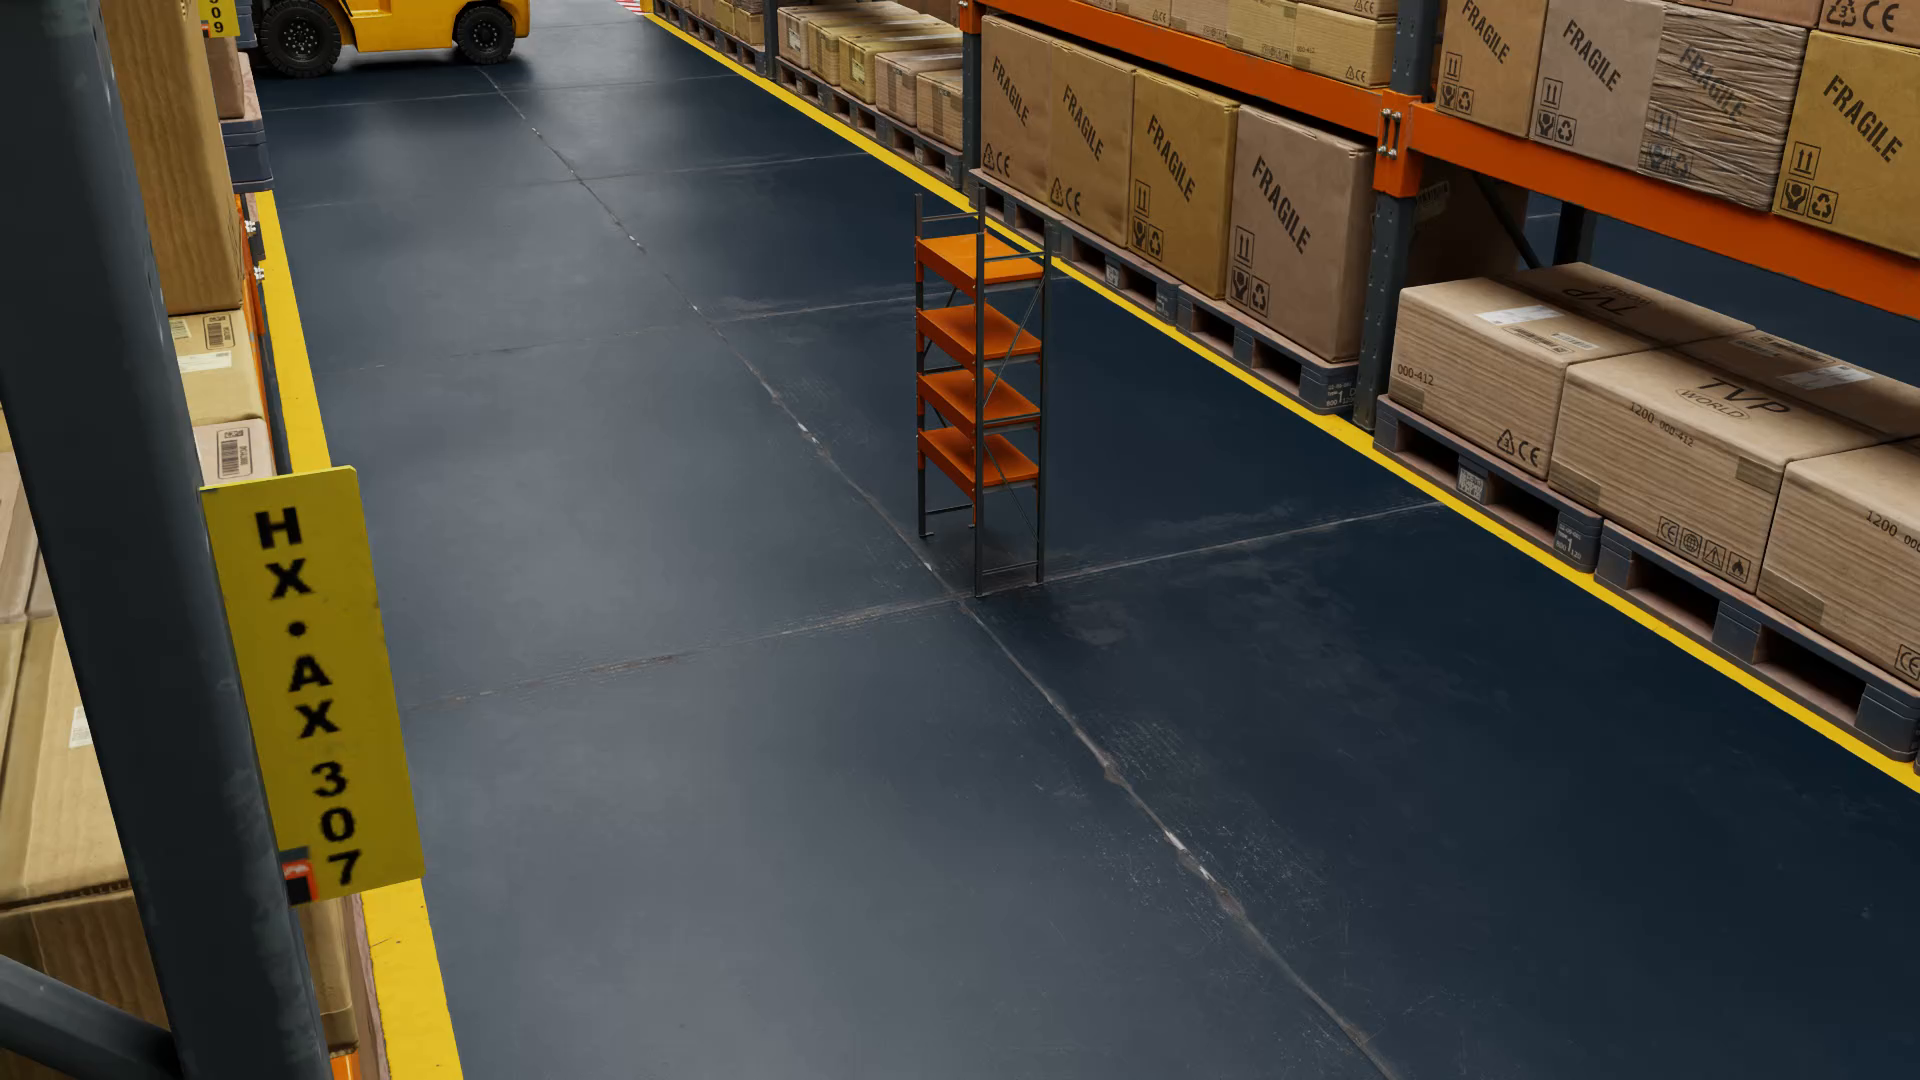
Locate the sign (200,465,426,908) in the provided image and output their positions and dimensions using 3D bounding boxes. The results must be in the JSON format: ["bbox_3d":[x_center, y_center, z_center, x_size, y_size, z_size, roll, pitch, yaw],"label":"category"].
[{"bbox_3d":[-0.436,0.107,1.126,0.100,0.325,0.005,-11,28,-21],"label":"sign"}]

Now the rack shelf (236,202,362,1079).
[{"bbox_3d":[-1.718,0.105,2.936,1.077,0.370,4.000,-11,28,-21],"label":"rack shelf"}]

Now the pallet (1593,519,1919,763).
[{"bbox_3d":[2.772,0.187,5.127,1.003,0.211,1.213,-11,28,-21],"label":"pallet"}]

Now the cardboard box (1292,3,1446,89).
[{"bbox_3d":[1.657,-1.950,6.497,0.500,0.250,0.500,-11,28,-22],"label":"cardboard box"}]

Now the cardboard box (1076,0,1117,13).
[{"bbox_3d":[0.875,-2.770,8.174,0.500,0.250,0.500,-10,28,-19],"label":"cardboard box"}]

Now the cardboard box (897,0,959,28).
[{"bbox_3d":[-0.236,-4.654,14.709,0.500,0.500,0.500,8,27,15],"label":"cardboard box"}]

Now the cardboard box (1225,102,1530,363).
[{"bbox_3d":[1.748,-1.350,7.040,0.875,0.875,0.875,-10,28,-19],"label":"cardboard box"}]

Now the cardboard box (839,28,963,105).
[{"bbox_3d":[-0.303,-3.336,11.680,0.950,0.372,0.625,-10,28,-19],"label":"cardboard box"}]

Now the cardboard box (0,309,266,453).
[{"bbox_3d":[-1.264,-0.114,2.397,0.500,0.250,0.500,-11,28,-22],"label":"cardboard box"}]

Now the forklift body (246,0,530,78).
[{"bbox_3d":[-4.780,-5.037,13.614,2.313,2.155,1.214,-11,28,-21],"label":"forklift body"}]

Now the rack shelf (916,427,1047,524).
[{"bbox_3d":[0.065,-0.233,5.467,0.258,0.148,0.480,-11,28,-21],"label":"rack shelf"}]

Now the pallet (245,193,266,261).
[{"bbox_3d":[-4.355,-1.726,9.045,1.003,0.211,1.213,-11,28,-21],"label":"pallet"}]

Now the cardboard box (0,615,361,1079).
[{"bbox_3d":[-0.865,0.293,1.562,0.500,0.250,0.500,-10,28,-20],"label":"cardboard box"}]

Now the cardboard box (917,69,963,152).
[{"bbox_3d":[0.286,-2.732,10.444,0.950,0.372,0.625,-13,29,-24],"label":"cardboard box"}]

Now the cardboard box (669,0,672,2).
[{"bbox_3d":[-2.574,-5.304,15.850,0.500,0.250,0.500,-11,28,-21],"label":"cardboard box"}]

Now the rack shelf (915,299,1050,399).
[{"bbox_3d":[0.065,-0.613,5.281,0.258,0.148,0.480,-11,28,-21],"label":"rack shelf"}]

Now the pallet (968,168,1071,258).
[{"bbox_3d":[0.737,-1.910,9.422,1.003,0.211,1.213,-11,28,-21],"label":"pallet"}]

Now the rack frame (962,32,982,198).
[{"bbox_3d":[0.498,-3.495,9.489,1.000,3.000,0.127,-11,28,-21],"label":"rack frame"}]

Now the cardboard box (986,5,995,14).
[{"bbox_3d":[0.382,-5.329,16.090,0.637,0.503,0.797,13,29,24],"label":"cardboard box"}]

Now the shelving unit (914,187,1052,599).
[{"bbox_3d":[0.065,-0.472,5.350,0.258,1.200,0.503,-11,28,-21],"label":"shelving unit"}]

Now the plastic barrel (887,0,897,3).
[{"bbox_3d":[-0.433,-4.993,15.494,0.512,0.421,0.421,8,27,15],"label":"plastic barrel"}]

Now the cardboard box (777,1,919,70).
[{"bbox_3d":[-0.861,-3.906,12.848,0.950,0.372,0.625,-10,28,-20],"label":"cardboard box"}]

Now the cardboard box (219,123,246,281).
[{"bbox_3d":[-1.868,-0.728,3.655,0.500,0.250,0.500,-10,28,-20],"label":"cardboard box"}]

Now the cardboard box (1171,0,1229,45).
[{"bbox_3d":[1.278,-2.363,7.342,0.500,0.250,0.500,-11,28,-22],"label":"cardboard box"}]

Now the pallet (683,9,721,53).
[{"bbox_3d":[-1.846,-4.615,14.961,1.003,0.211,1.213,-11,28,-21],"label":"pallet"}]

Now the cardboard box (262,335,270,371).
[{"bbox_3d":[-3.090,-0.951,6.649,0.500,0.500,0.500,-12,28,-22],"label":"cardboard box"}]

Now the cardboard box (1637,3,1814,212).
[{"bbox_3d":[2.389,-1.285,4.848,0.500,0.500,0.500,-10,28,-20],"label":"cardboard box"}]

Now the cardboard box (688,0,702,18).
[{"bbox_3d":[-2.156,-4.879,14.979,0.500,0.250,0.500,-9,27,-17],"label":"cardboard box"}]

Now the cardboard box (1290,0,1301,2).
[{"bbox_3d":[1.465,-2.374,6.794,0.500,0.250,0.500,-10,28,-19],"label":"cardboard box"}]

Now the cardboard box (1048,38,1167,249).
[{"bbox_3d":[1.037,-2.075,8.524,0.875,0.875,0.875,-10,28,-20],"label":"cardboard box"}]

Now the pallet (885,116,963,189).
[{"bbox_3d":[0.193,-2.557,10.747,1.003,0.211,1.213,-11,28,-21],"label":"pallet"}]

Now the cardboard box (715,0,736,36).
[{"bbox_3d":[-1.765,-4.468,14.138,0.500,0.250,0.500,-11,28,-22],"label":"cardboard box"}]

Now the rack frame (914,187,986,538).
[{"bbox_3d":[-0.031,-0.571,5.552,0.240,1.200,0.015,-11,28,-21],"label":"rack frame"}]

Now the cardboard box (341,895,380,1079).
[{"bbox_3d":[-1.386,0.909,2.840,0.700,0.500,0.500,-9,28,-18],"label":"cardboard box"}]

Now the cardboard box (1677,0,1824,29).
[{"bbox_3d":[2.410,-1.727,4.614,0.500,0.500,0.500,-10,28,-20],"label":"cardboard box"}]

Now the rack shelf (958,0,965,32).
[{"bbox_3d":[-0.286,-3.979,11.300,1.077,0.370,4.000,-11,28,-21],"label":"rack shelf"}]

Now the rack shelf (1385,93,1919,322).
[{"bbox_3d":[2.847,-0.749,4.686,1.077,0.370,4.000,-11,28,-21],"label":"rack shelf"}]

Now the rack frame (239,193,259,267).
[{"bbox_3d":[-4.068,-2.640,7.739,1.000,3.000,0.127,-11,28,-21],"label":"rack frame"}]

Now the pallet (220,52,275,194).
[{"bbox_3d":[-2.714,-1.281,5.173,1.003,0.211,1.213,-11,28,-21],"label":"pallet"}]

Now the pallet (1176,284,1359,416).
[{"bbox_3d":[1.693,-0.925,7.405,1.003,0.211,1.213,-11,28,-21],"label":"pallet"}]

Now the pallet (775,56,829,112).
[{"bbox_3d":[-0.763,-3.542,12.765,1.003,0.211,1.213,-11,28,-21],"label":"pallet"}]

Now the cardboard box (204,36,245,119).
[{"bbox_3d":[-2.485,-1.493,4.796,0.700,0.500,0.500,-10,28,-19],"label":"cardboard box"}]

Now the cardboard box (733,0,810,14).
[{"bbox_3d":[-1.547,-4.592,13.538,0.500,0.500,0.500,-11,28,-21],"label":"cardboard box"}]

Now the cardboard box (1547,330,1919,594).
[{"bbox_3d":[2.562,-0.284,5.355,0.875,0.438,0.875,-11,28,-22],"label":"cardboard box"}]

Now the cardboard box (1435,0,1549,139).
[{"bbox_3d":[2.007,-1.690,5.679,0.500,0.500,0.500,-10,28,-19],"label":"cardboard box"}]
